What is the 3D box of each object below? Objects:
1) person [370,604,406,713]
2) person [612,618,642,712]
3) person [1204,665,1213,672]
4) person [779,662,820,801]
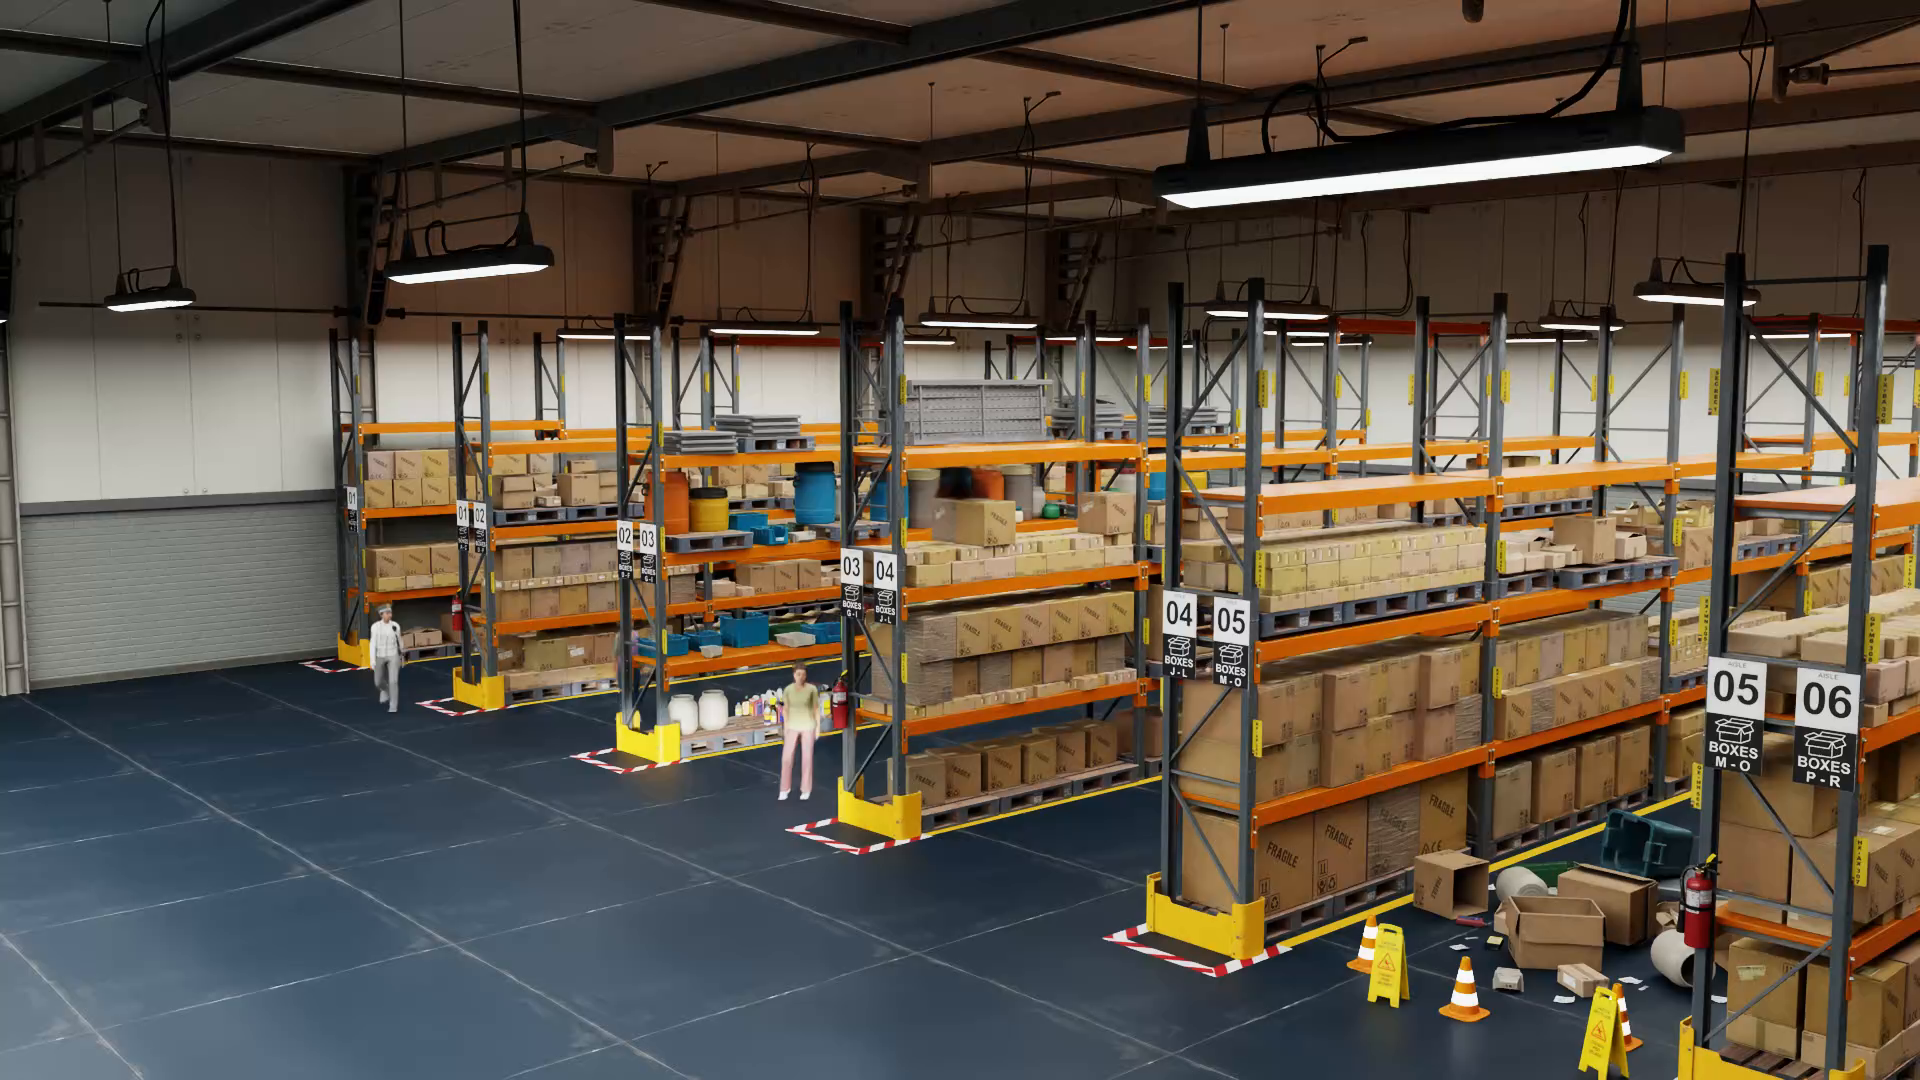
[{"bbox_3d":[-8.834,1.794,25.698,0.503,1.660,0.697,-1,6,-10],"label":"person"},{"bbox_3d":[-4.968,1.928,24.827,0.449,1.615,0.451,-1,6,-12],"label":"person"},{"bbox_3d":[3.005,2.343,20.465,1.001,1.604,0.458,-5,8,-43],"label":"person"},{"bbox_3d":[-1.969,2.352,20.364,0.518,1.717,0.380,-1,6,-5],"label":"person"}]
